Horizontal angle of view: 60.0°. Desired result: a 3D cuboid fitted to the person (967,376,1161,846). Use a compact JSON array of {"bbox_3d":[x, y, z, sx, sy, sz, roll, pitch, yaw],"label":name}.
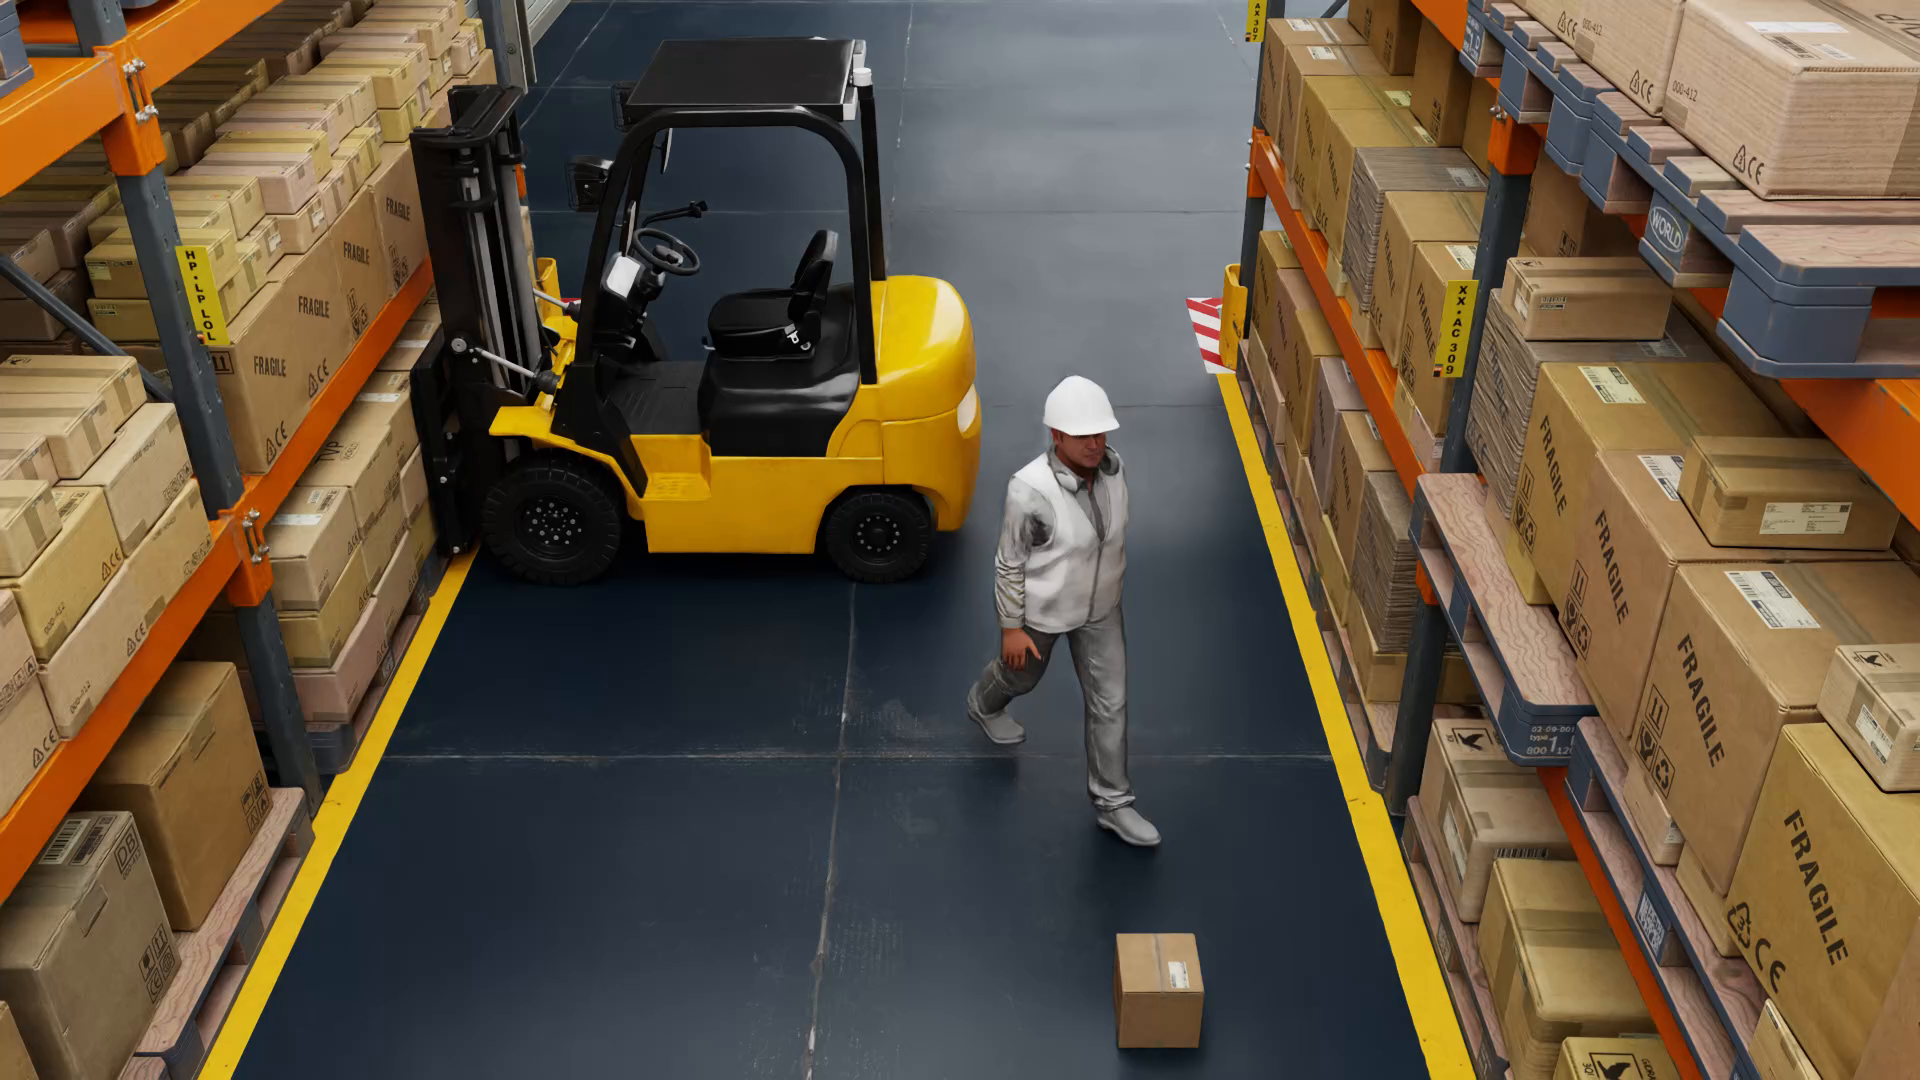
[{"bbox_3d":[0.339,0.205,5.808,0.552,1.729,1.029,-17,35,-25],"label":"person"}]
